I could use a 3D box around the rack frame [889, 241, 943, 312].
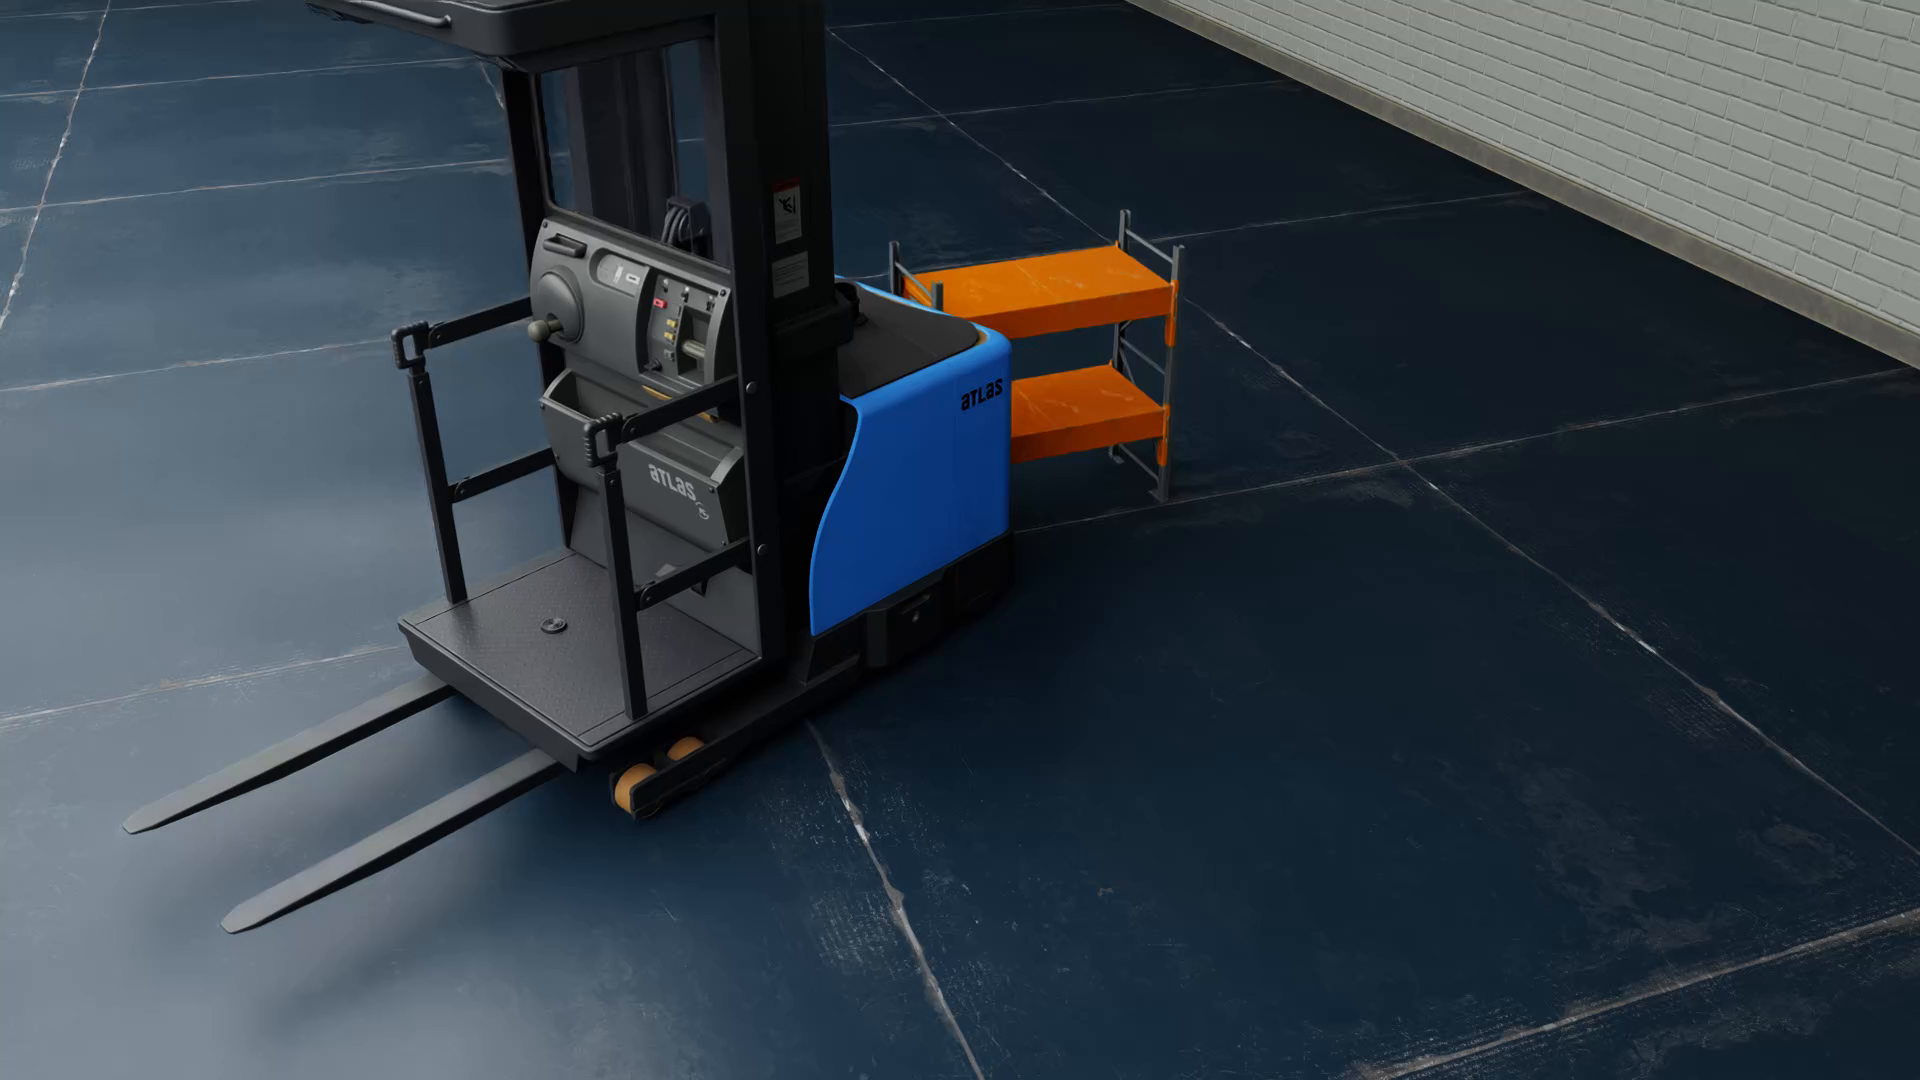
[{"bbox_3d":[-0.170,-0.571,6.616,0.032,1.125,0.500,-11,32,-19],"label":"rack frame"}]

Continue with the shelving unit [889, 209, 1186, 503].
[{"bbox_3d":[0.301,-0.667,6.784,1.048,1.125,0.538,-11,32,-19],"label":"shelving unit"}]

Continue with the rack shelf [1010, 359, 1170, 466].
[{"bbox_3d":[0.301,-0.454,6.905,1.000,0.278,0.538,-11,32,-19],"label":"rack shelf"}]

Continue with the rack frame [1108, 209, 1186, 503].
[{"bbox_3d":[0.771,-0.762,6.952,0.032,1.125,0.500,-11,32,-19],"label":"rack frame"}]

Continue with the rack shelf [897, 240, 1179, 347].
[{"bbox_3d":[0.301,-0.921,6.639,1.000,0.278,0.538,-11,32,-19],"label":"rack shelf"}]

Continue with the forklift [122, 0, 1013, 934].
[{"bbox_3d":[-1.170,-0.688,4.996,1.130,2.935,3.031,25,38,36],"label":"forklift"}]
